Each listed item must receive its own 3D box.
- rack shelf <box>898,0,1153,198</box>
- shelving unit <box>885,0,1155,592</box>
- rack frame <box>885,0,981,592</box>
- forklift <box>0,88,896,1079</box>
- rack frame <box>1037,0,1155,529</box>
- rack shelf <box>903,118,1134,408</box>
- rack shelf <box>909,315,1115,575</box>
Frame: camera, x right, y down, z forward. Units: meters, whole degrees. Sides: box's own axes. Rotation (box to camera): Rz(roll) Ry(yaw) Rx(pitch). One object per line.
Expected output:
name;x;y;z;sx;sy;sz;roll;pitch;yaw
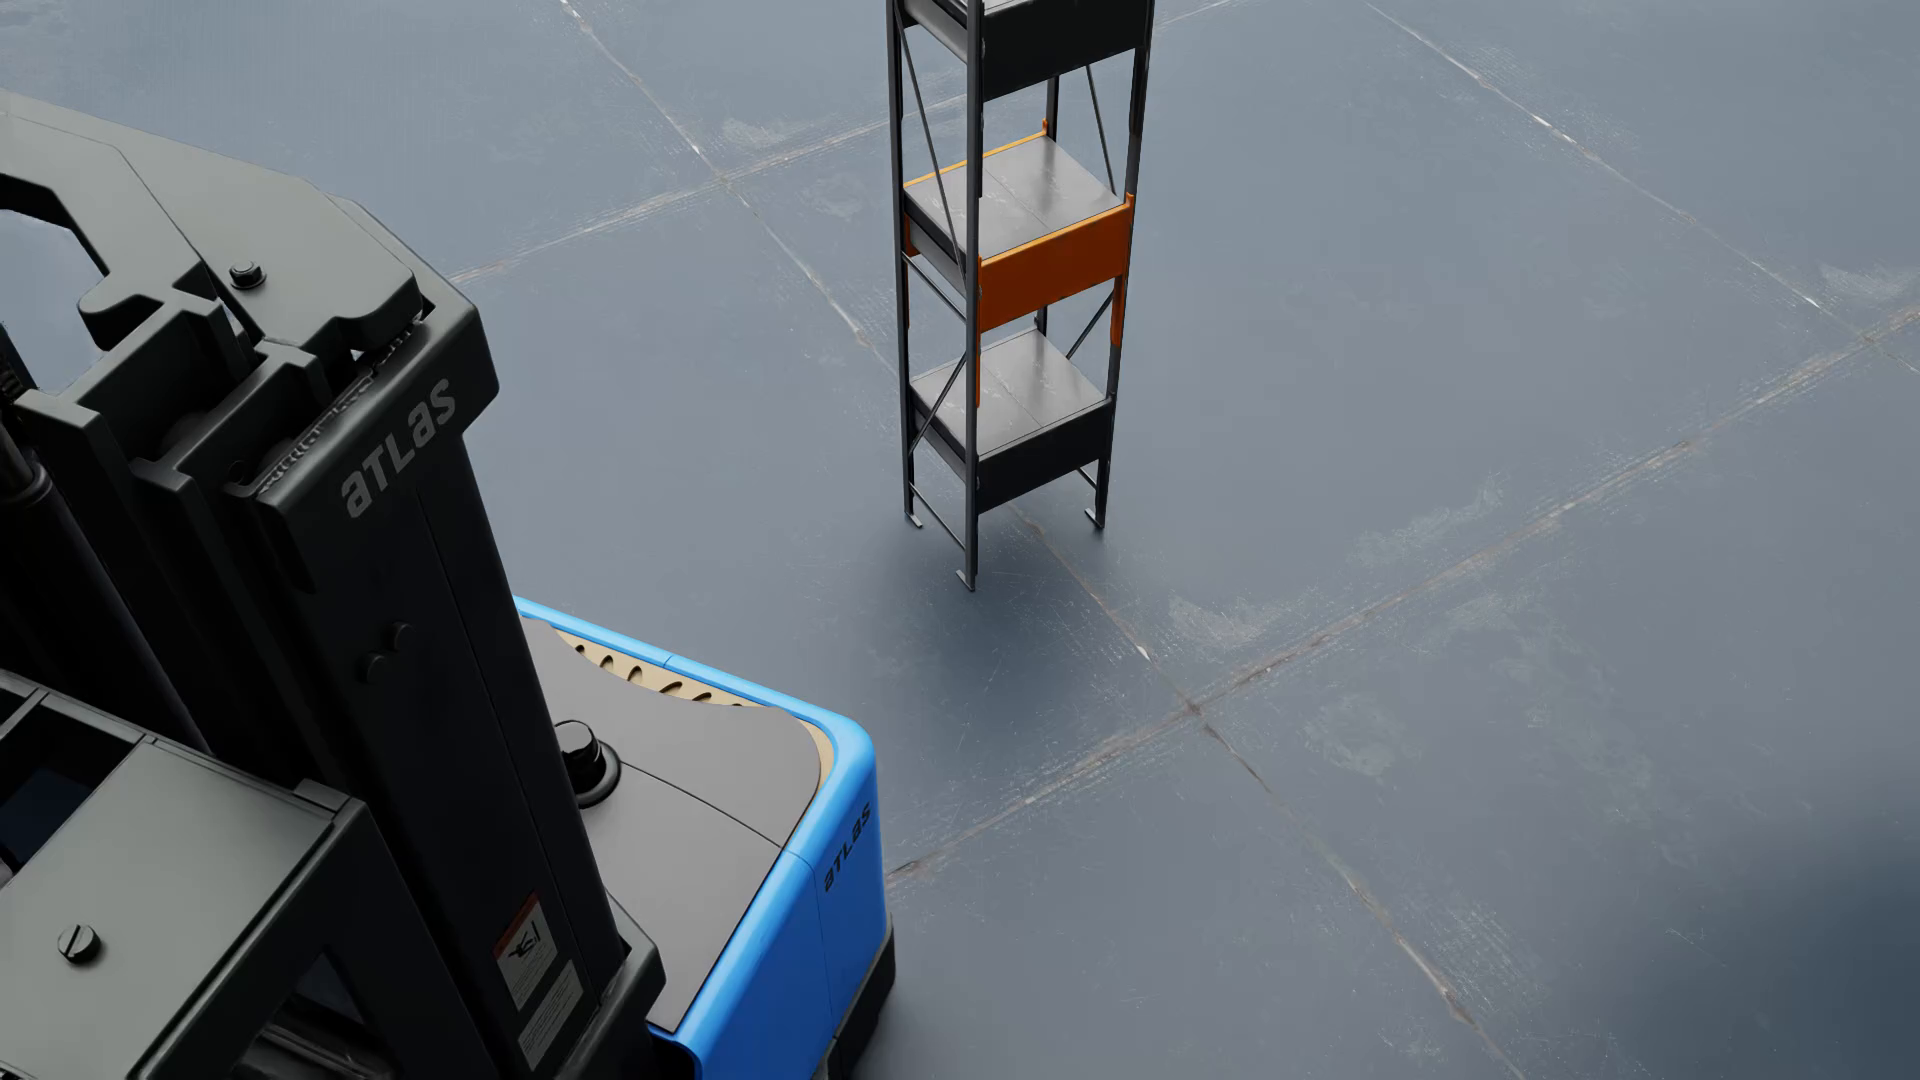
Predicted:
rack shelf;0.140;-1.221;4.012;0.480;0.518;0.431;-25;53;-21
shelving unit;0.140;-0.764;4.525;0.503;2.100;0.431;-25;53;-21
rack frame;-0.066;-0.667;4.438;0.015;2.100;0.400;-25;53;-21
forklift;-1.219;0.995;2.401;1.130;2.935;3.031;18;51;16
rack frame;0.346;-0.861;4.611;0.015;2.100;0.400;-25;53;-21
rack shelf;0.140;-0.755;4.535;0.480;0.518;0.431;-25;53;-21
rack shelf;0.140;-0.290;5.058;0.480;0.518;0.431;-25;53;-21
